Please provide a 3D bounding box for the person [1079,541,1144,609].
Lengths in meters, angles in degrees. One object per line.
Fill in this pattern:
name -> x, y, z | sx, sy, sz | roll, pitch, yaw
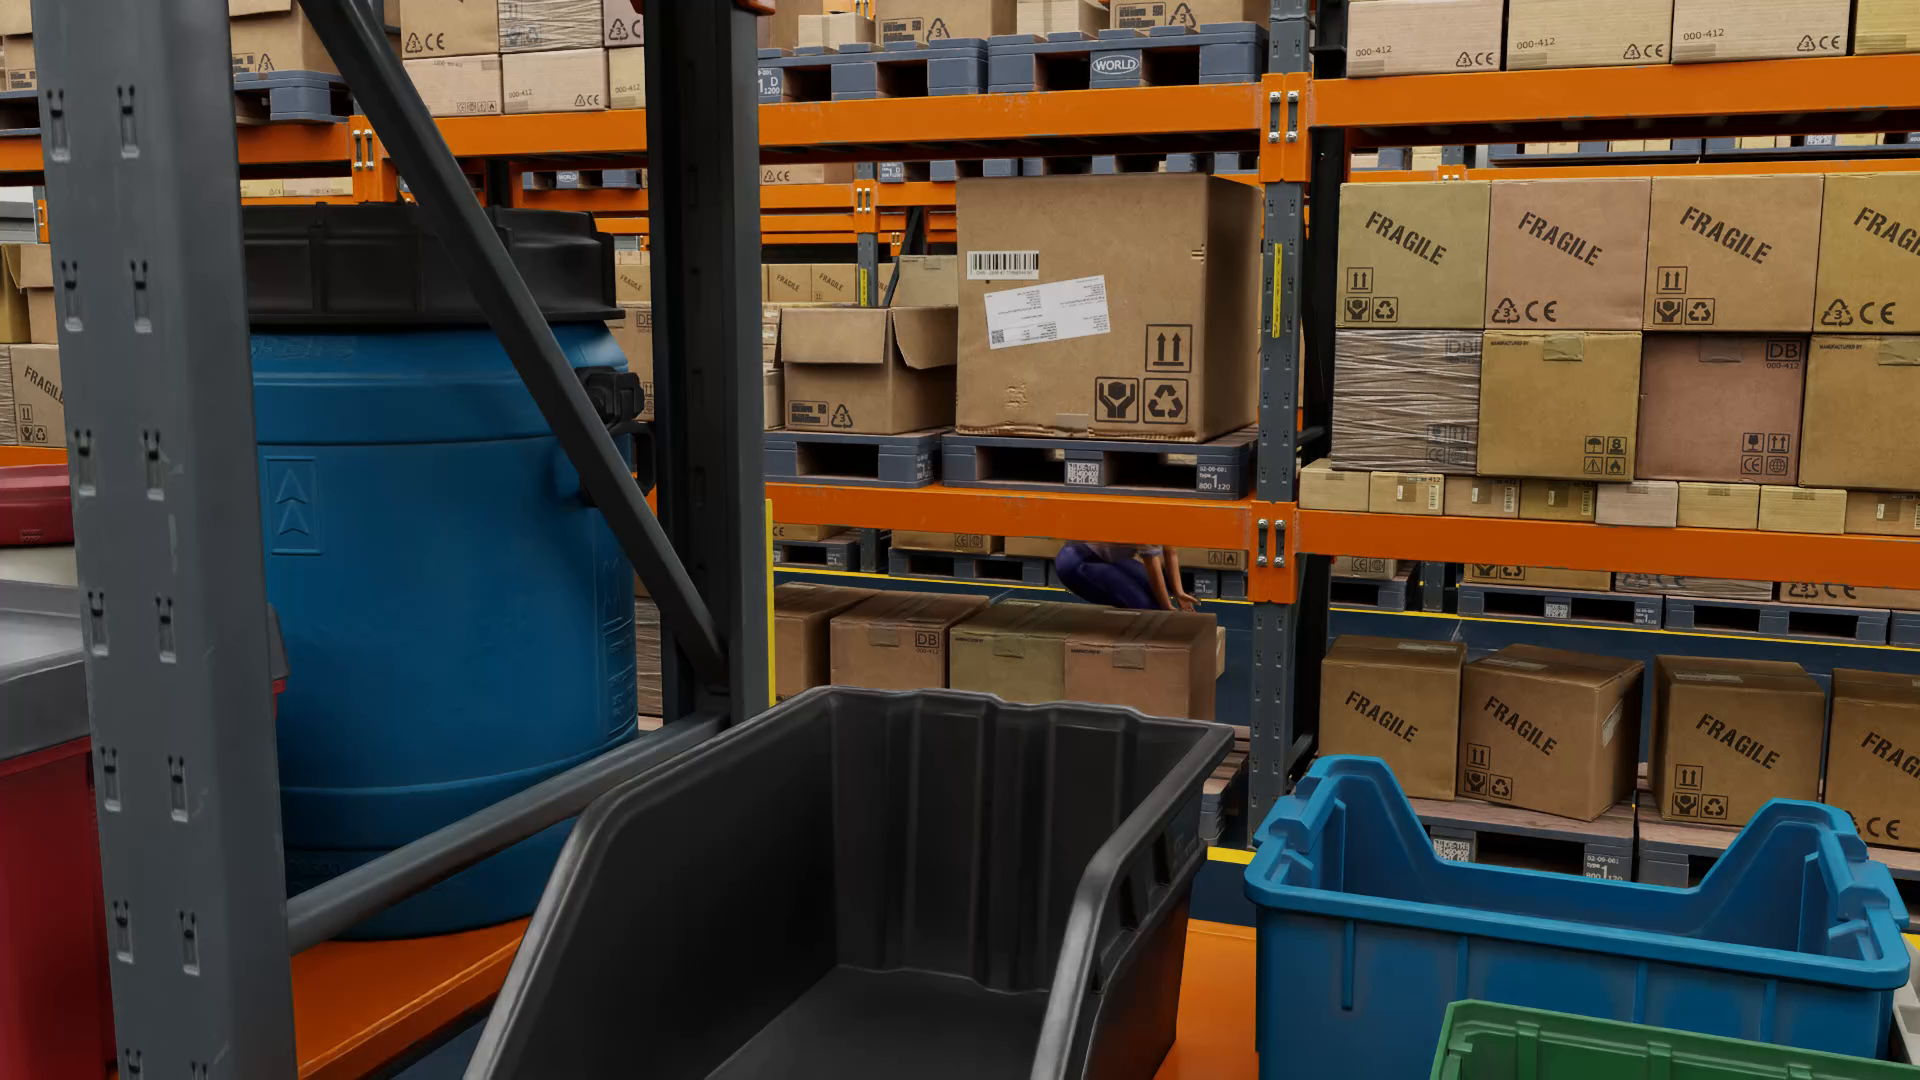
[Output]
person -> 0.905, -0.094, 9.066 | 0.544, 1.641, 0.435 | 3, 9, 20
